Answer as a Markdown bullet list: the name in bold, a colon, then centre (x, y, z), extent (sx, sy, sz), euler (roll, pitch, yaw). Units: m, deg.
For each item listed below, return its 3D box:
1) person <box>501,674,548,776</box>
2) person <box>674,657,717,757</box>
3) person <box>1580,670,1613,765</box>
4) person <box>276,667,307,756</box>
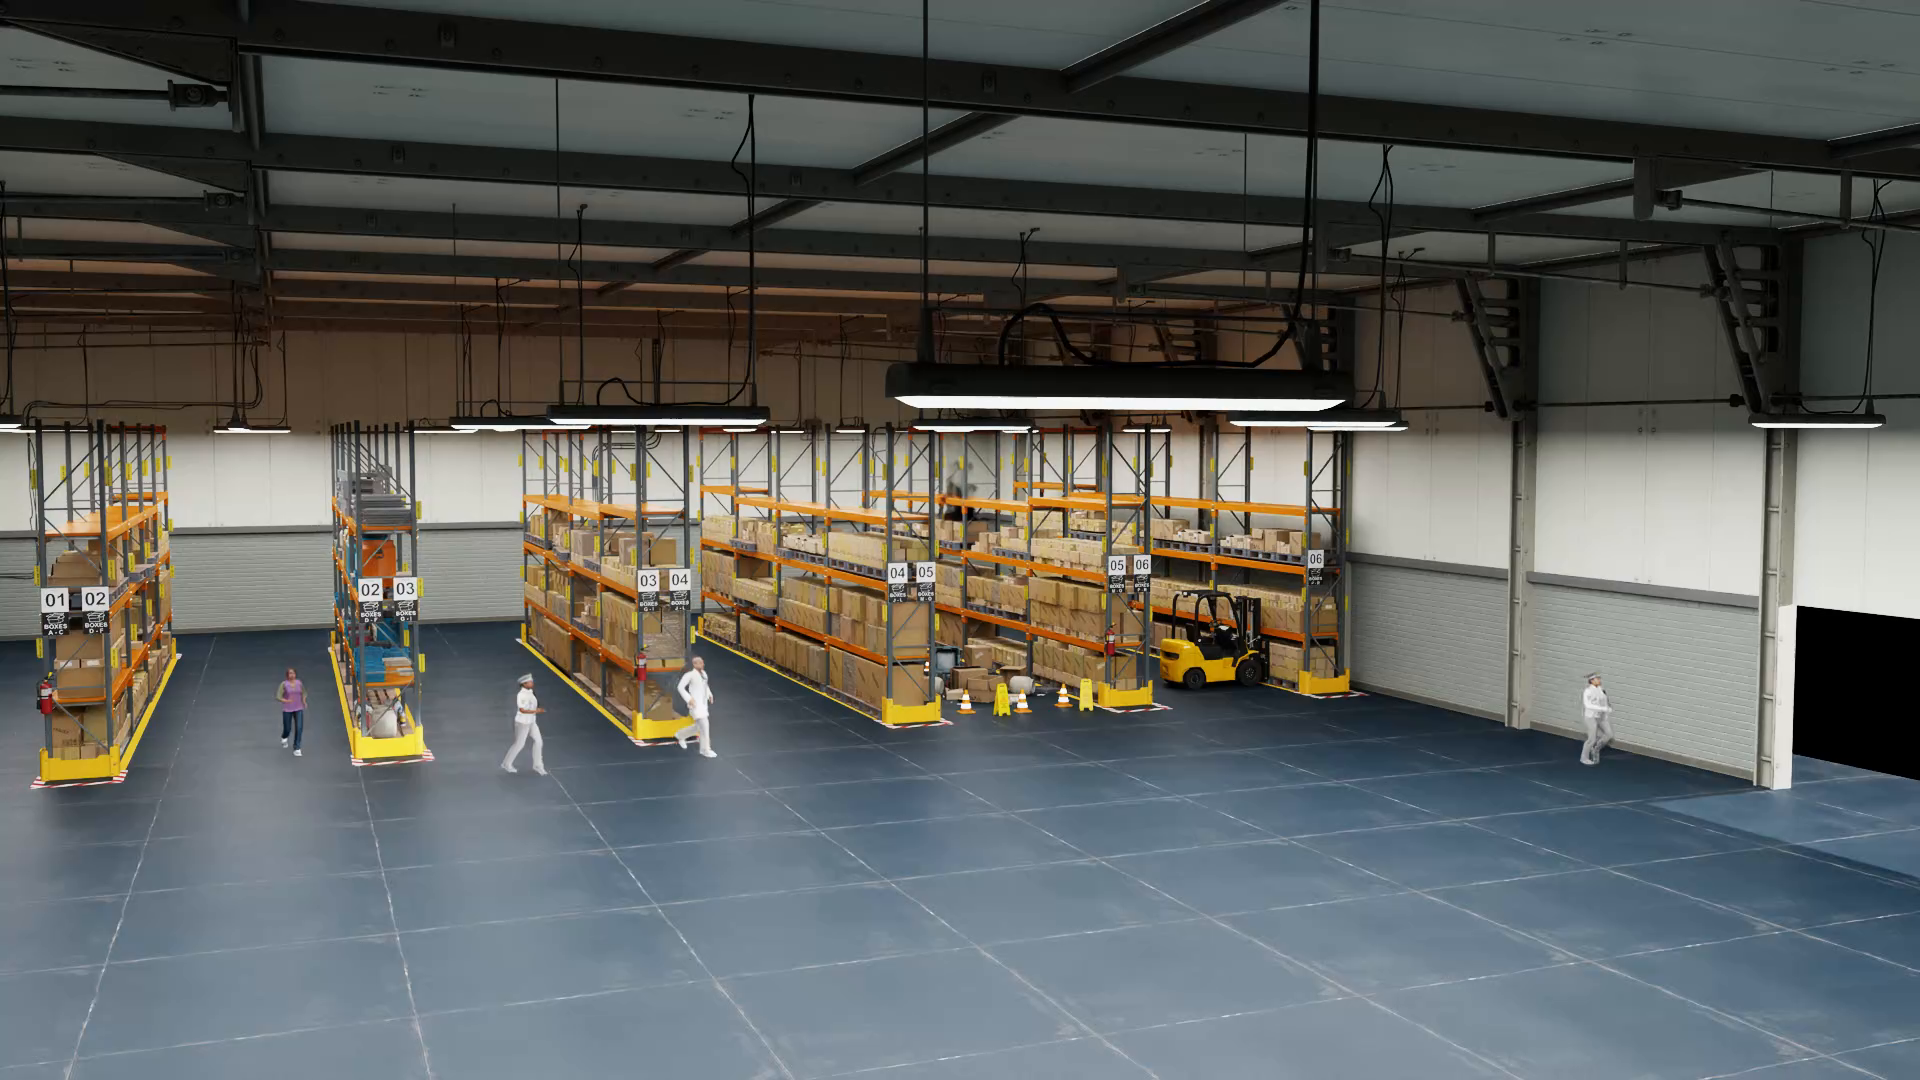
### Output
- **person**: centre (-7.350, 3.121, 28.047), extent (0.793, 1.761, 0.584), euler (1, 4, 9)
- **person**: centre (-4.767, 3.089, 29.923), extent (0.933, 1.584, 0.734), euler (1, 4, 22)
- **person**: centre (11.038, 3.079, 28.760), extent (0.590, 1.660, 0.604), euler (-2, 4, -29)
- **person**: centre (-12.002, 3.067, 29.897), extent (0.549, 1.566, 0.781), euler (-3, 4, -35)
